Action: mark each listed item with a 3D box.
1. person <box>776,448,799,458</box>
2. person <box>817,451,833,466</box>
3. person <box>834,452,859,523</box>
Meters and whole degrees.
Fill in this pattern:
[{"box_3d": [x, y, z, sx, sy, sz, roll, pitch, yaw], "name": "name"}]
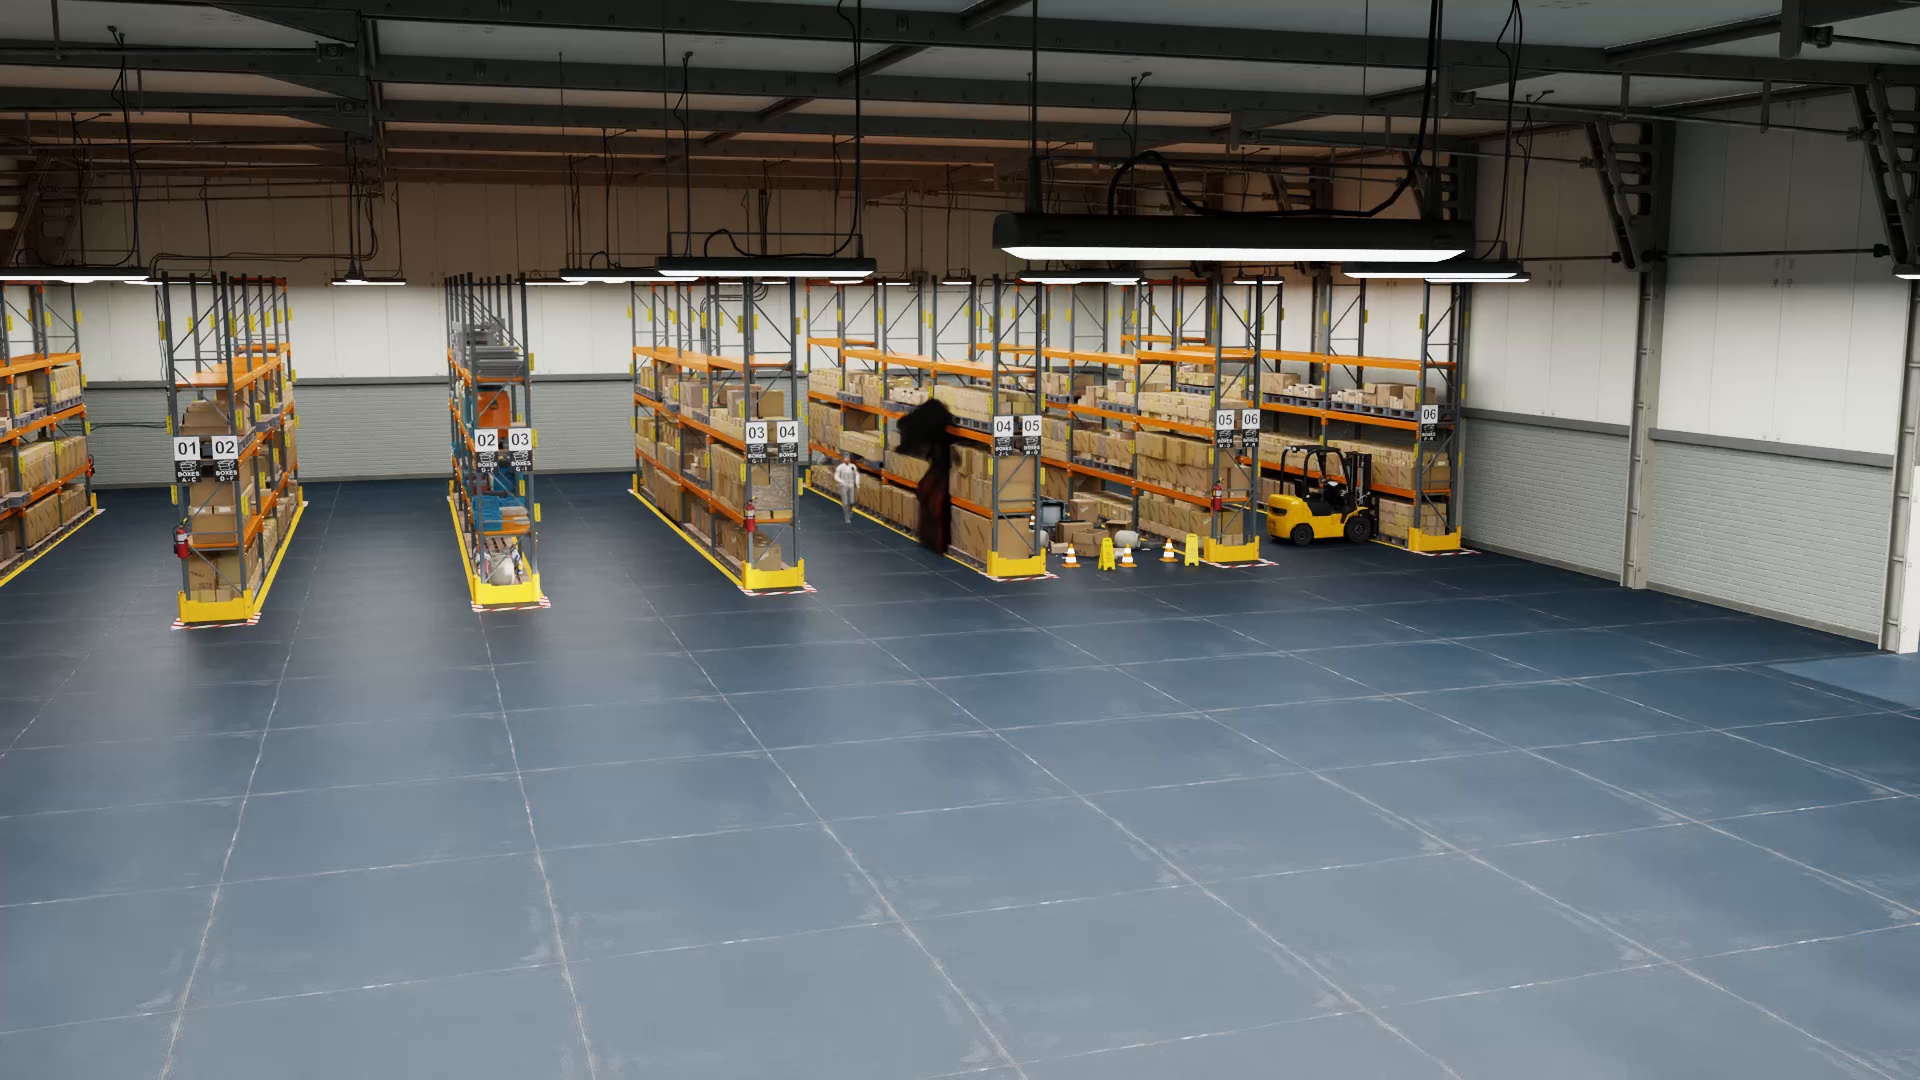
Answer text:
[{"box_3d": [-4.711, -1.989, 45.436, 0.638, 1.749, 0.608, -2, 9, -14], "name": "person"}, {"box_3d": [-3.959, -2.529, 49.478, 0.639, 1.648, 0.667, -2, 9, -12], "name": "person"}, {"box_3d": [-2.618, -1.230, 38.852, 0.612, 1.664, 0.498, -2, 9, -13], "name": "person"}]
